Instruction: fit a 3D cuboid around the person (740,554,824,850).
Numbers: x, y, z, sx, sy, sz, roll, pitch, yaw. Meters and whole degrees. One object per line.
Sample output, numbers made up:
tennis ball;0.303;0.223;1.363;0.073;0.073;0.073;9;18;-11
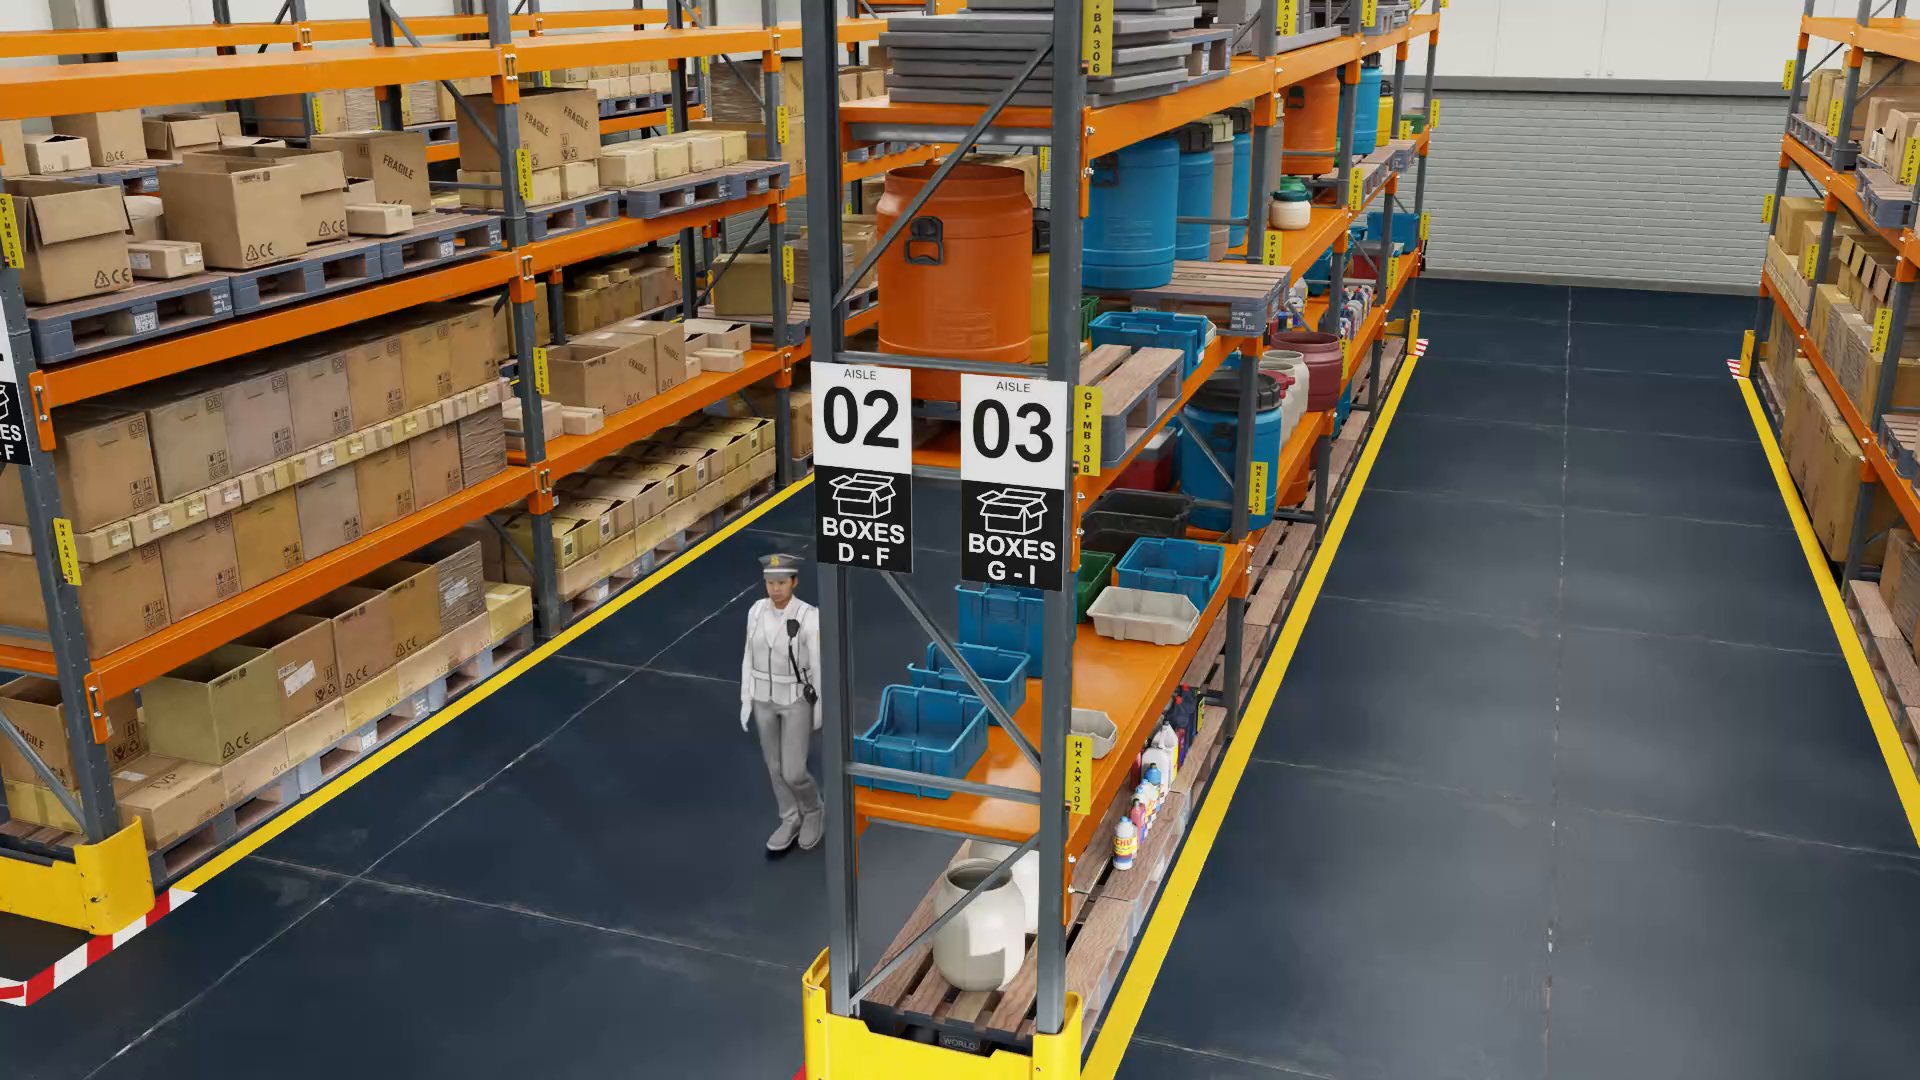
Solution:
person;-0.953;0.879;8.884;0.479;1.702;0.432;8;20;21
